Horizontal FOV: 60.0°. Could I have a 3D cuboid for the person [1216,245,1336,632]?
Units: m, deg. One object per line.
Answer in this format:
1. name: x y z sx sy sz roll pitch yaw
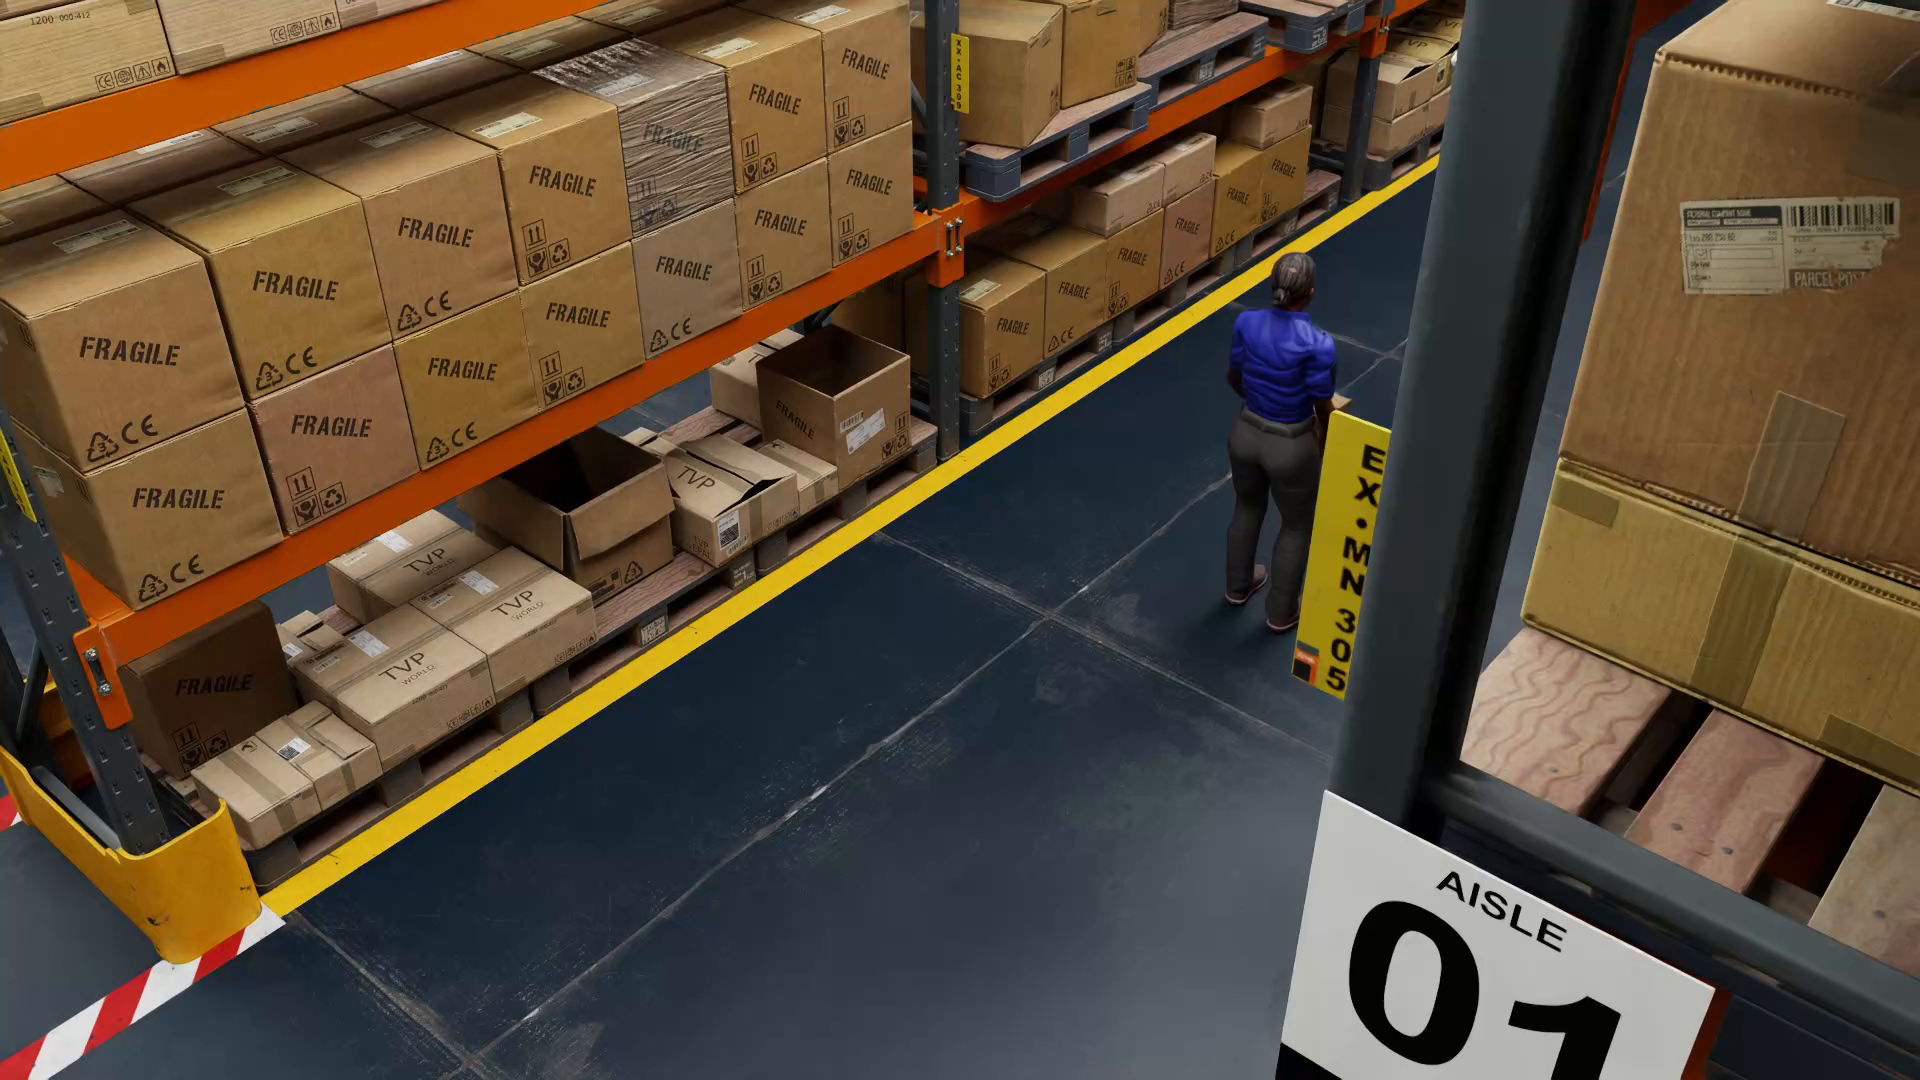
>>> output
1. person: 1.288 -0.405 6.724 0.532 1.654 0.401 23 41 29
